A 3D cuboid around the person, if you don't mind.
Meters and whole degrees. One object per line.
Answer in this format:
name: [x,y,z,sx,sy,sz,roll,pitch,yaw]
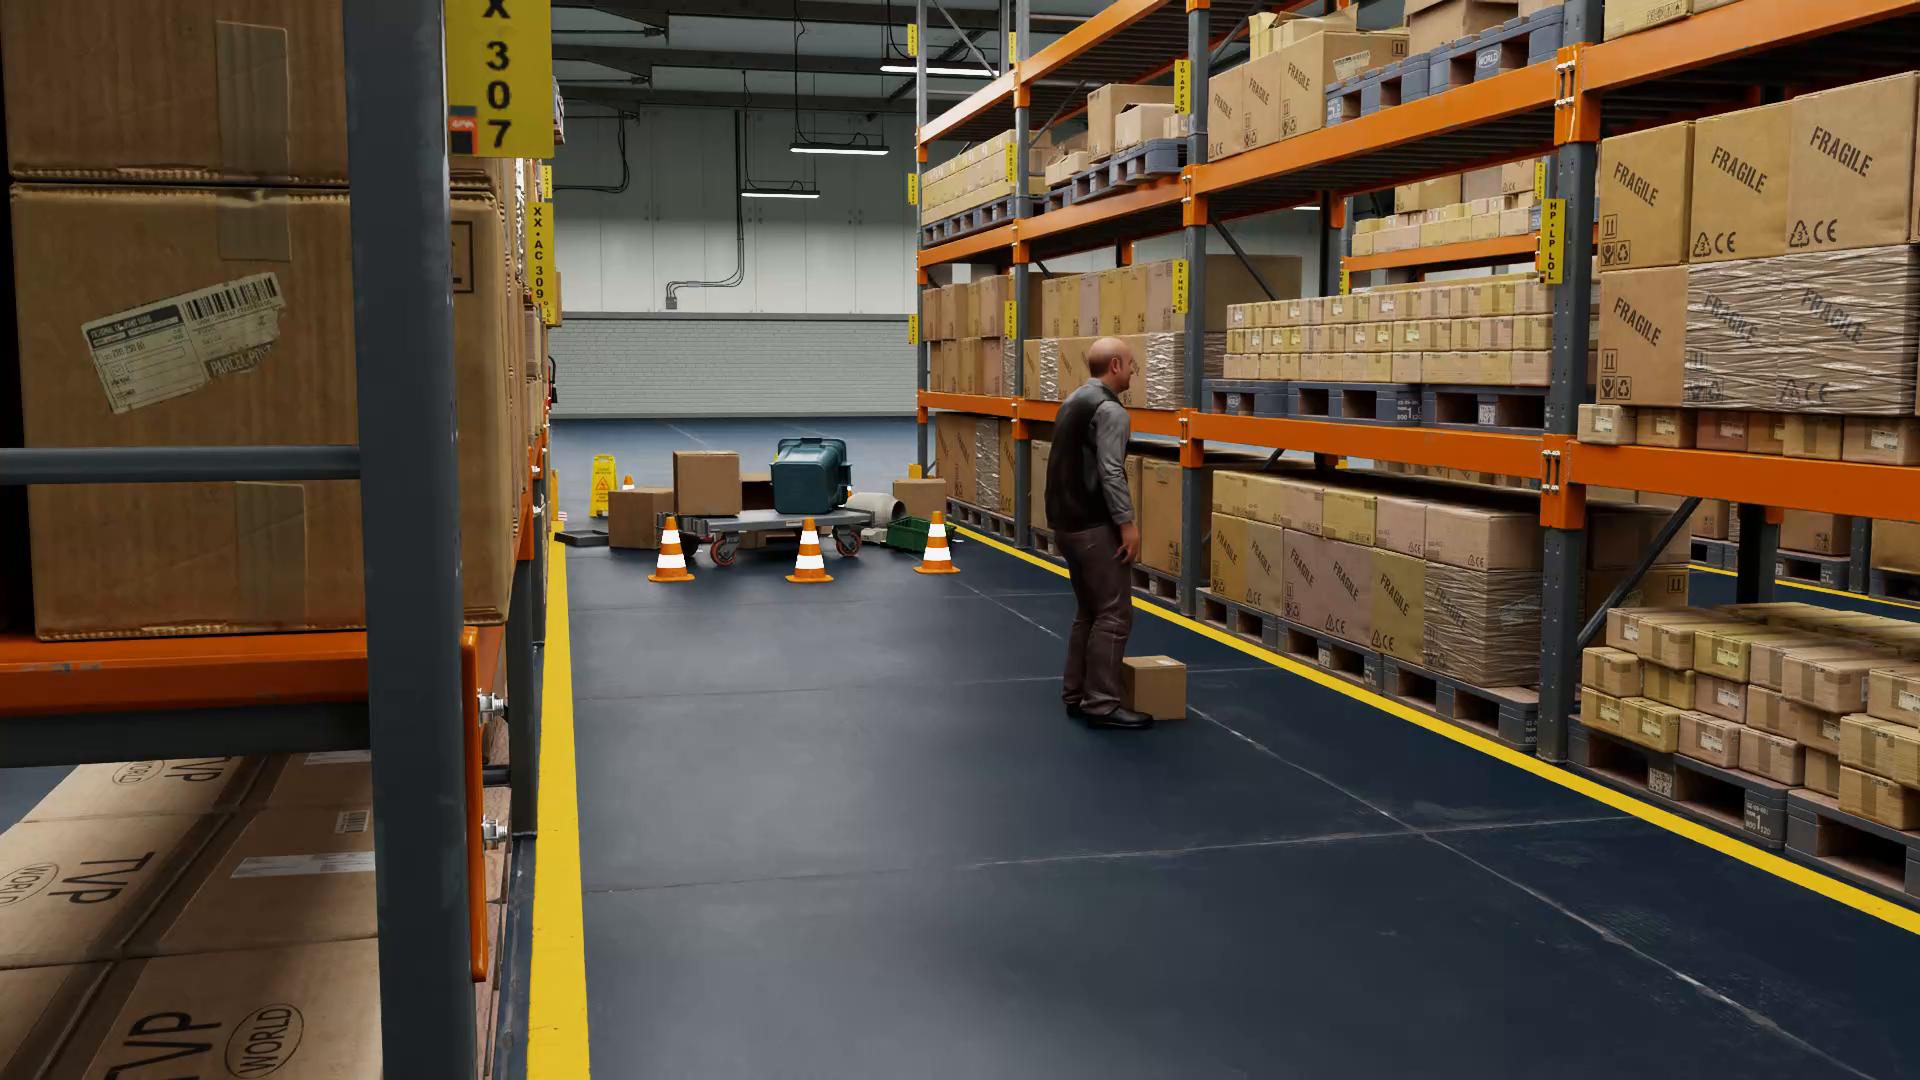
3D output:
person: [0.602,-0.045,7.476,0.417,1.722,0.592,-2,6,-16]
